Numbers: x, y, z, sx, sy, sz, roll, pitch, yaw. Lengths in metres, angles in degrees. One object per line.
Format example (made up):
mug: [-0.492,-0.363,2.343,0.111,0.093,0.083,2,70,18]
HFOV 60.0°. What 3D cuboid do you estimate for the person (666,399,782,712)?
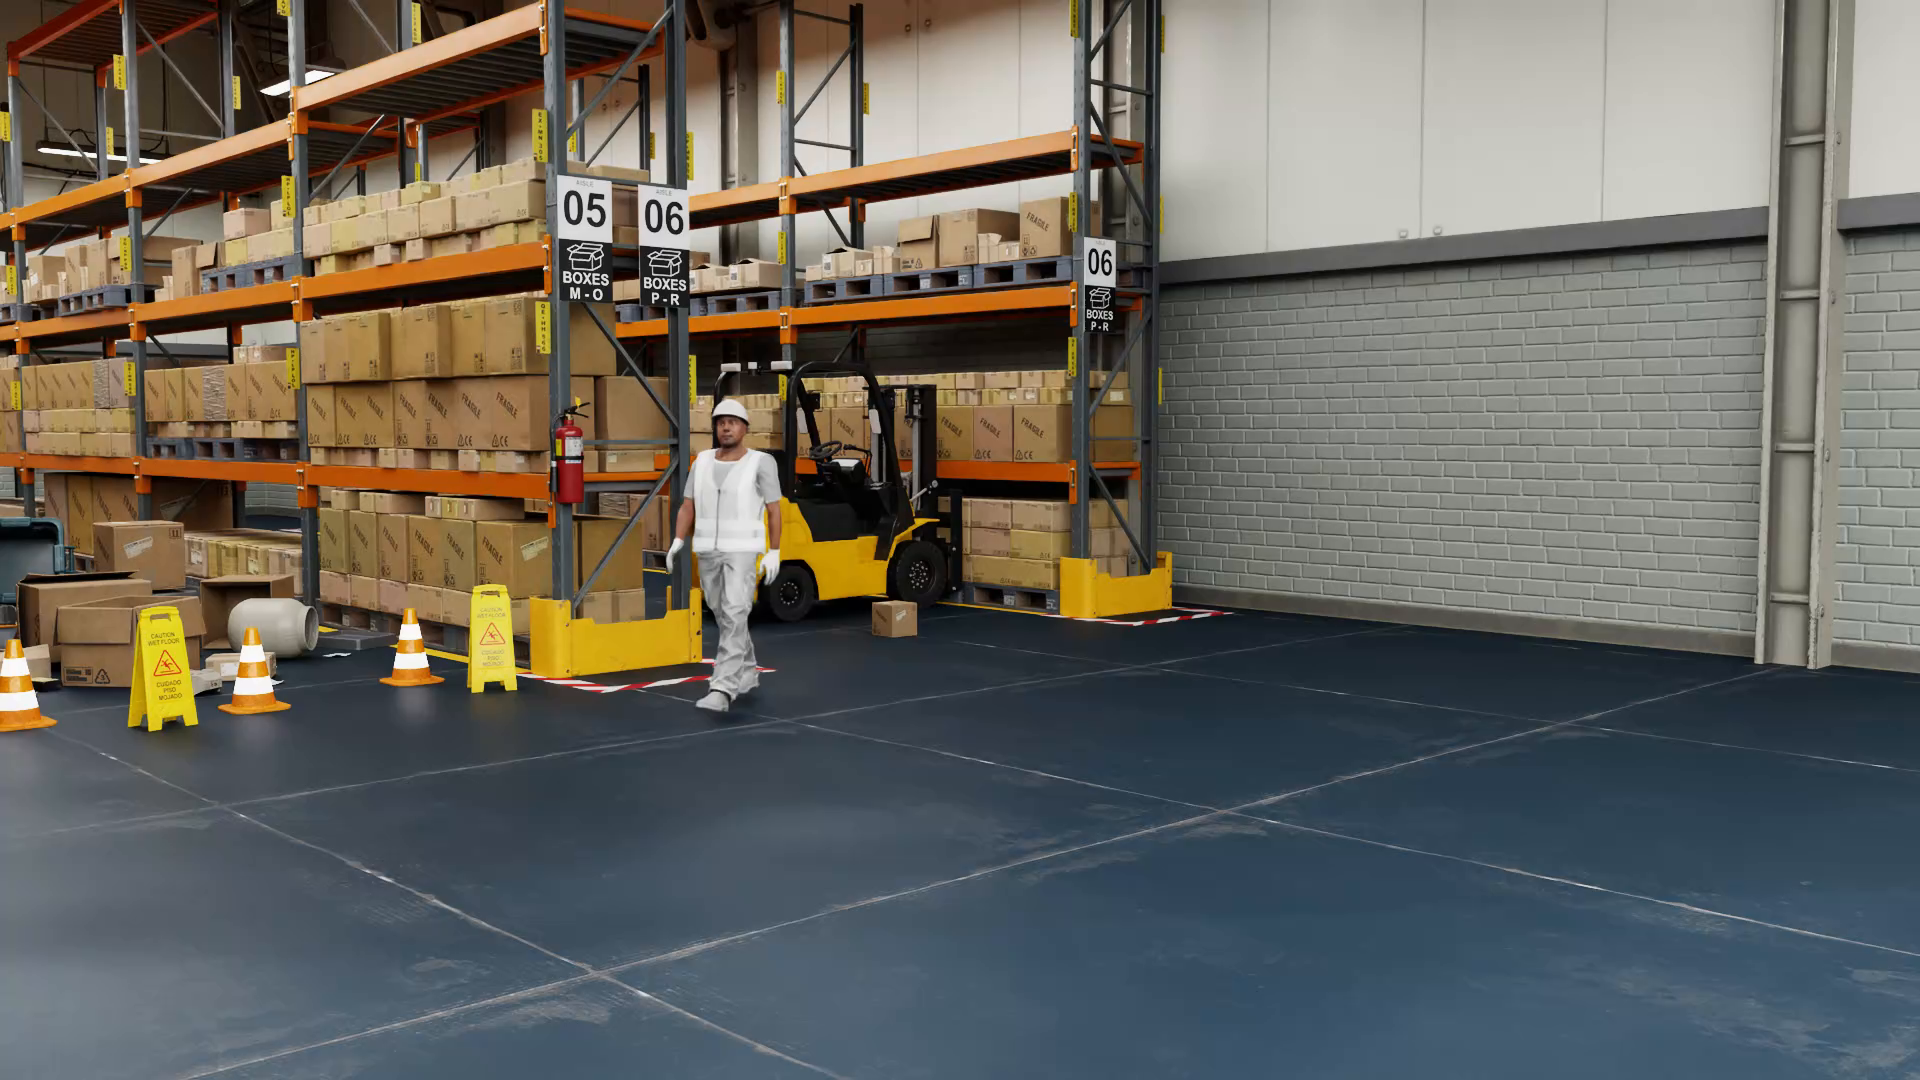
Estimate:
person: [-1.357,0.069,9.400,0.557,1.729,1.017,1,4,20]
